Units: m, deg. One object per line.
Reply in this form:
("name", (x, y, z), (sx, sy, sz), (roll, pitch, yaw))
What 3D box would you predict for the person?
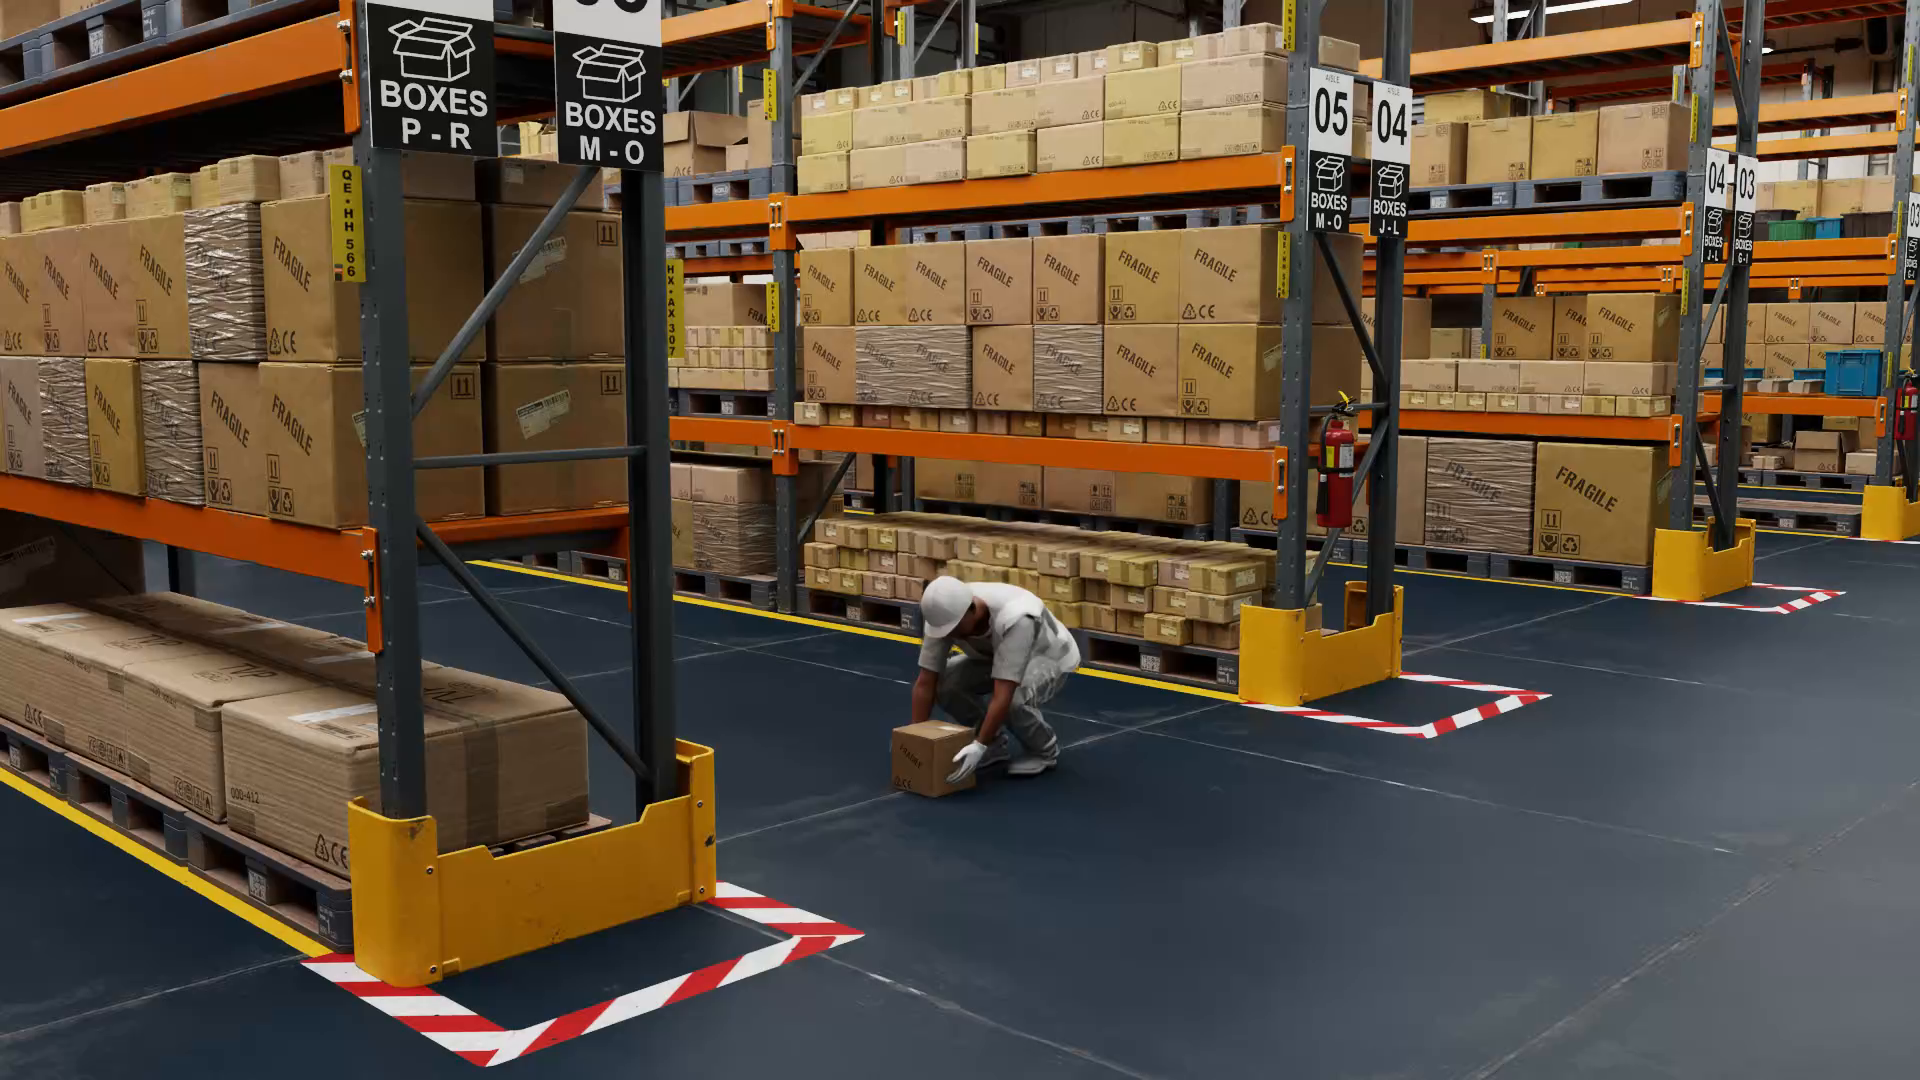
("person", (0.156, 0.566, 7.167), (0.568, 0.909, 0.906), (7, 10, 43))
